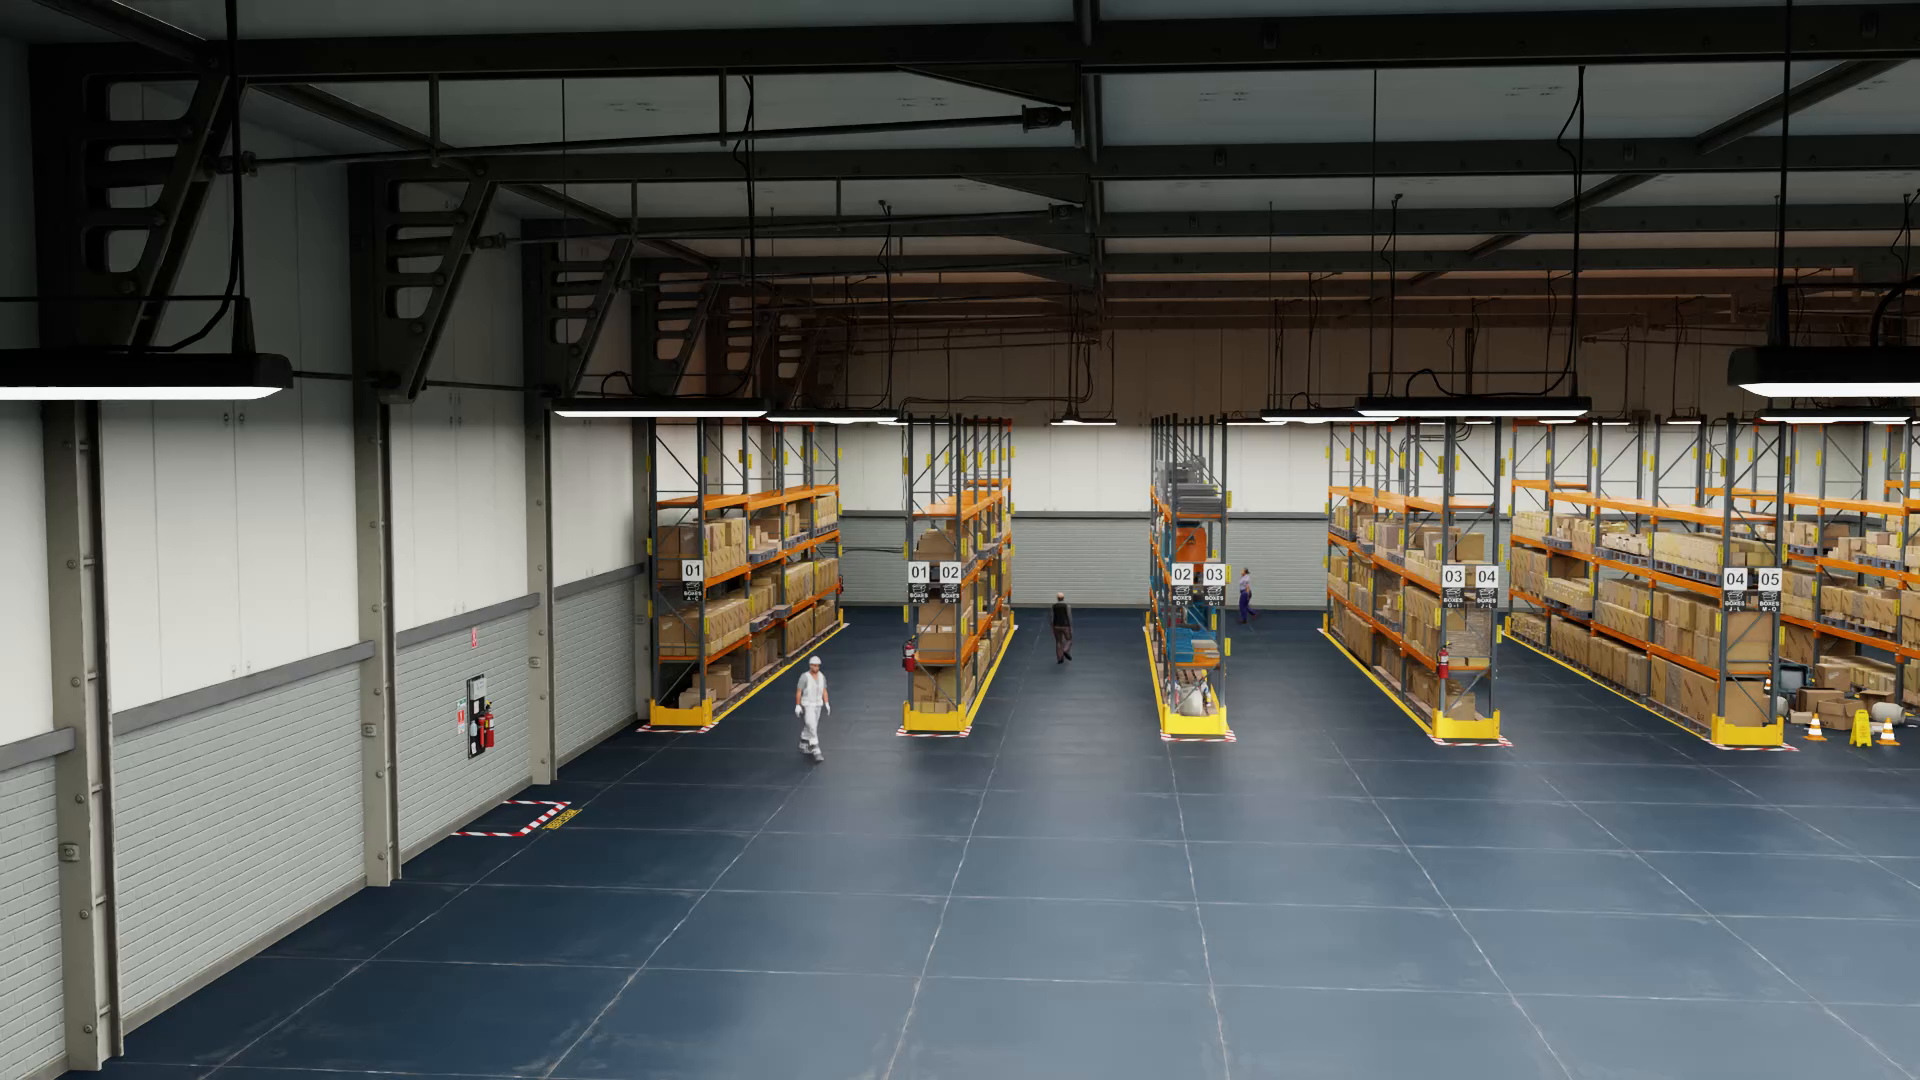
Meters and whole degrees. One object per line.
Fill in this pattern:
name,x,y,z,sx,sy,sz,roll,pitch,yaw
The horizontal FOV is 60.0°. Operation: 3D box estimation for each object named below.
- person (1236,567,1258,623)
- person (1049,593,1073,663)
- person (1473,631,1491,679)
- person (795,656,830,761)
person,8.443,1.619,48.788,0.623,1.614,0.492,1,4,16
person,2.453,2.142,40.423,0.567,1.720,0.590,1,4,13
person,11.838,2.296,37.944,0.589,1.767,0.547,1,4,13
person,-2.523,2.884,28.805,0.942,1.741,0.562,4,5,43
